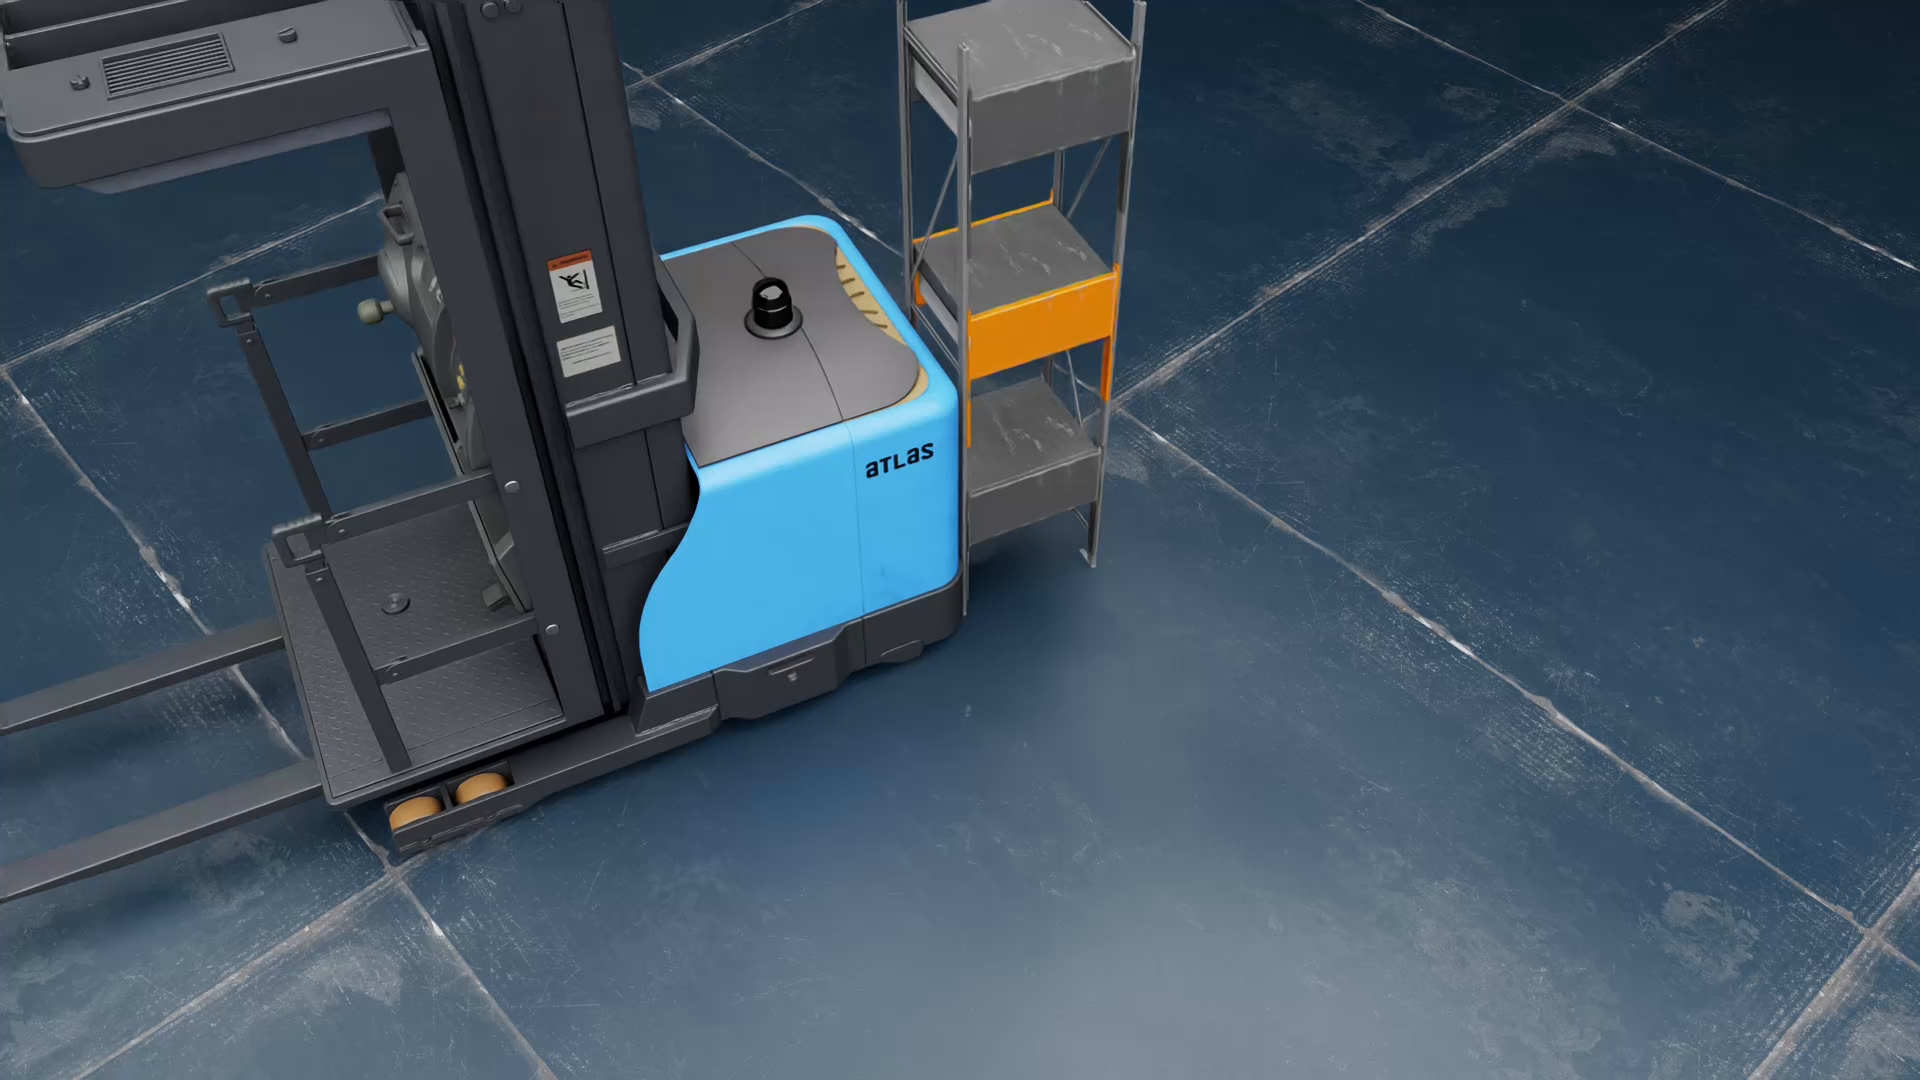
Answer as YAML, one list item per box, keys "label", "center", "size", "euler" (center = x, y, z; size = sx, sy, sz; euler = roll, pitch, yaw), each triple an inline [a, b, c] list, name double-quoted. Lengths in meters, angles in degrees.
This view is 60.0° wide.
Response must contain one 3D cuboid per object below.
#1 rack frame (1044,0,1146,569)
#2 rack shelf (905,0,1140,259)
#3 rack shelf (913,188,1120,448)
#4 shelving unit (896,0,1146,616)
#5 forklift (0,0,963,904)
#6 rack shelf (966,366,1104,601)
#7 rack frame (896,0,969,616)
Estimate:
- label: "rack frame"
  center: [0.369, -0.747, 5.011]
  size: [0.015, 2.100, 0.400]
  euler: [-19, 50, -17]
- label: "rack shelf"
  center: [0.149, -1.135, 4.434]
  size: [0.480, 0.518, 0.431]
  euler: [-19, 50, -17]
- label: "rack shelf"
  center: [0.149, -0.660, 4.949]
  size: [0.480, 0.518, 0.431]
  euler: [-19, 50, -17]
- label: "shelving unit"
  center: [0.149, -0.670, 4.939]
  size: [0.503, 2.100, 0.431]
  euler: [-19, 50, -17]
- label: "forklift"
  center: [-1.548, -0.527, 4.242]
  size: [3.031, 2.935, 1.130]
  euler: [-19, 50, -17]
- label: "rack shelf"
  center: [0.149, -0.186, 5.464]
  size: [0.480, 0.518, 0.431]
  euler: [-19, 50, -17]
- label: "rack frame"
  center: [-0.071, -0.592, 4.867]
  size: [0.015, 2.100, 0.400]
  euler: [-19, 50, -17]
